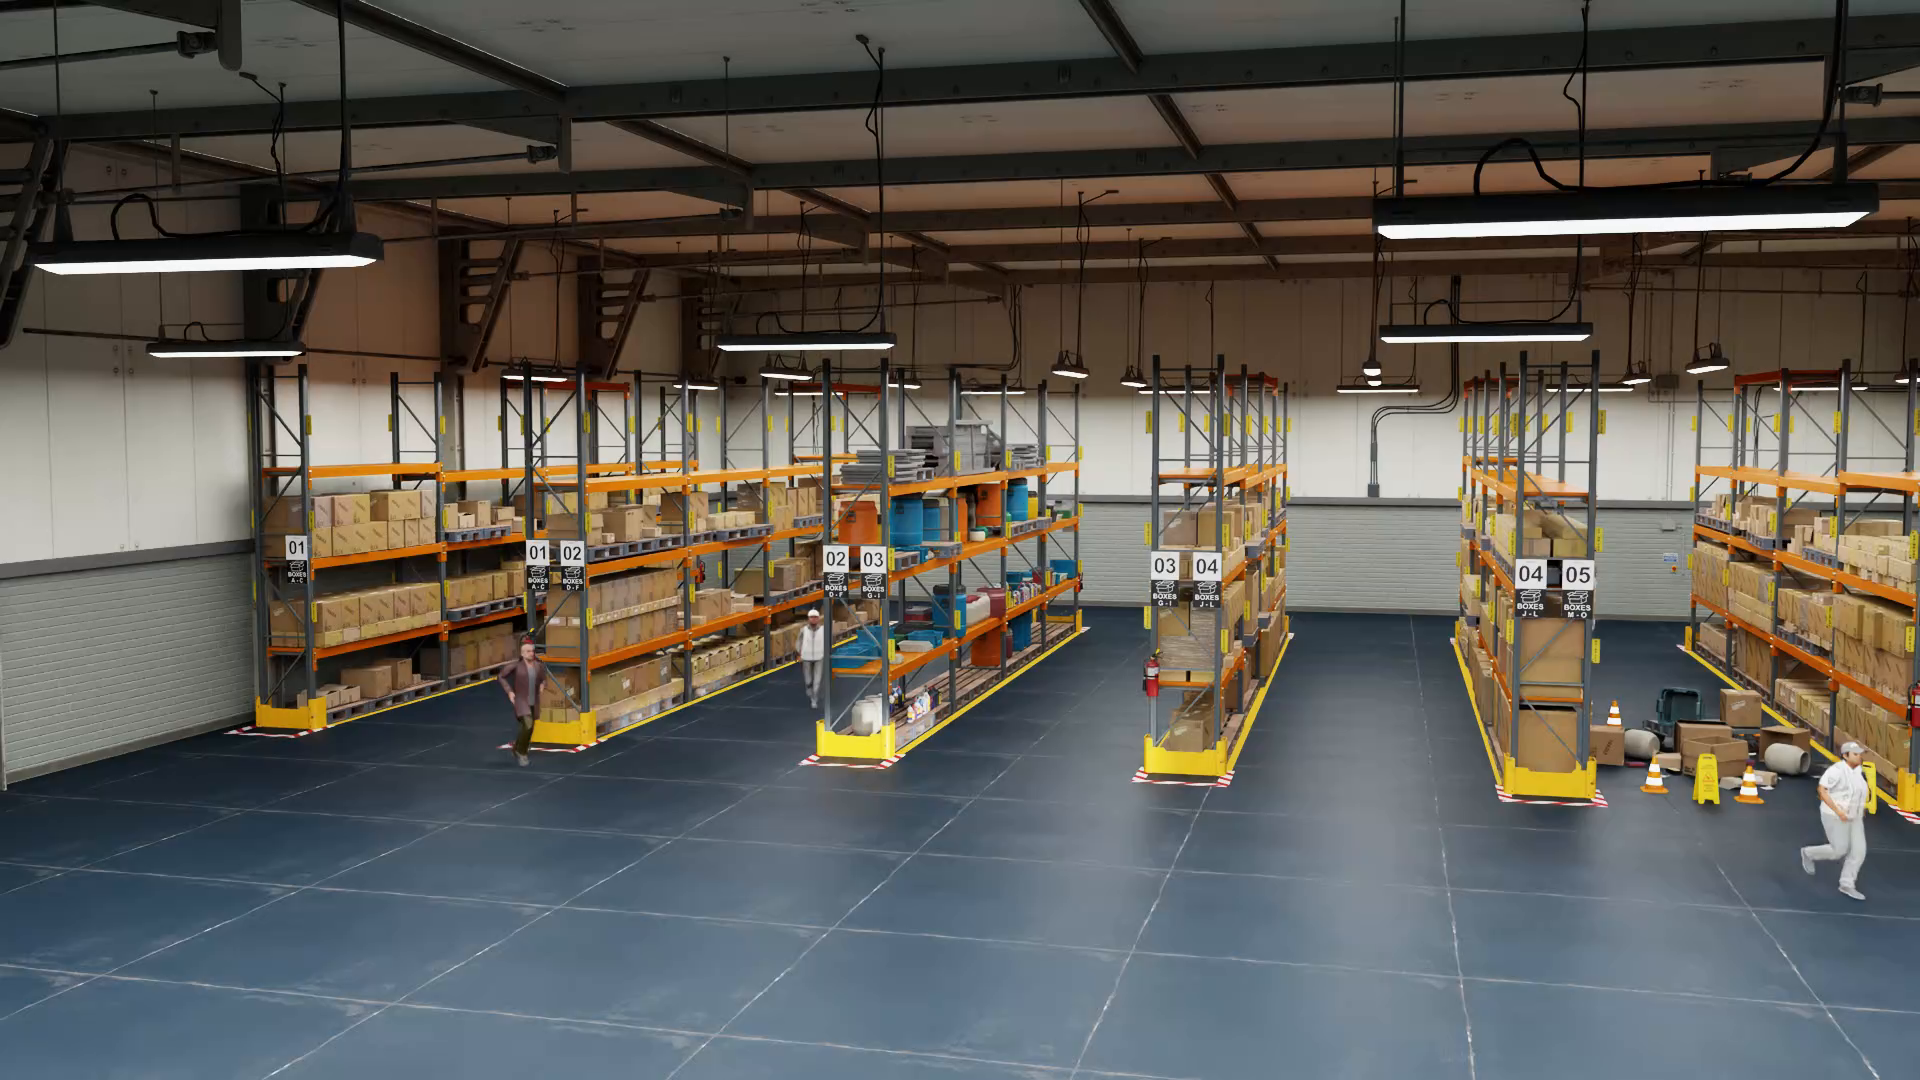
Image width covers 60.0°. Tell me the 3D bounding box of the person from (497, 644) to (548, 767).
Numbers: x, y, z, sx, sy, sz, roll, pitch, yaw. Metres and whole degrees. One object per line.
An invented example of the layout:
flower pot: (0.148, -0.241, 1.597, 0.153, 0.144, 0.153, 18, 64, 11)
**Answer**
person: (-6.408, 2.442, 24.571, 0.724, 1.813, 0.702, 4, 5, 42)

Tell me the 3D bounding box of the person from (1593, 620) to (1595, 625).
person: (14.854, 1.465, 39.517, 0.594, 1.617, 0.563, 0, 4, -5)

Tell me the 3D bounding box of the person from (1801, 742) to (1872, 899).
person: (9.455, 2.970, 17.885, 0.629, 1.647, 0.729, -2, 4, -28)

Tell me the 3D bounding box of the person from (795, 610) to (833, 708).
person: (-2.604, 2.103, 29.646, 0.664, 1.732, 0.625, 0, 4, -3)
